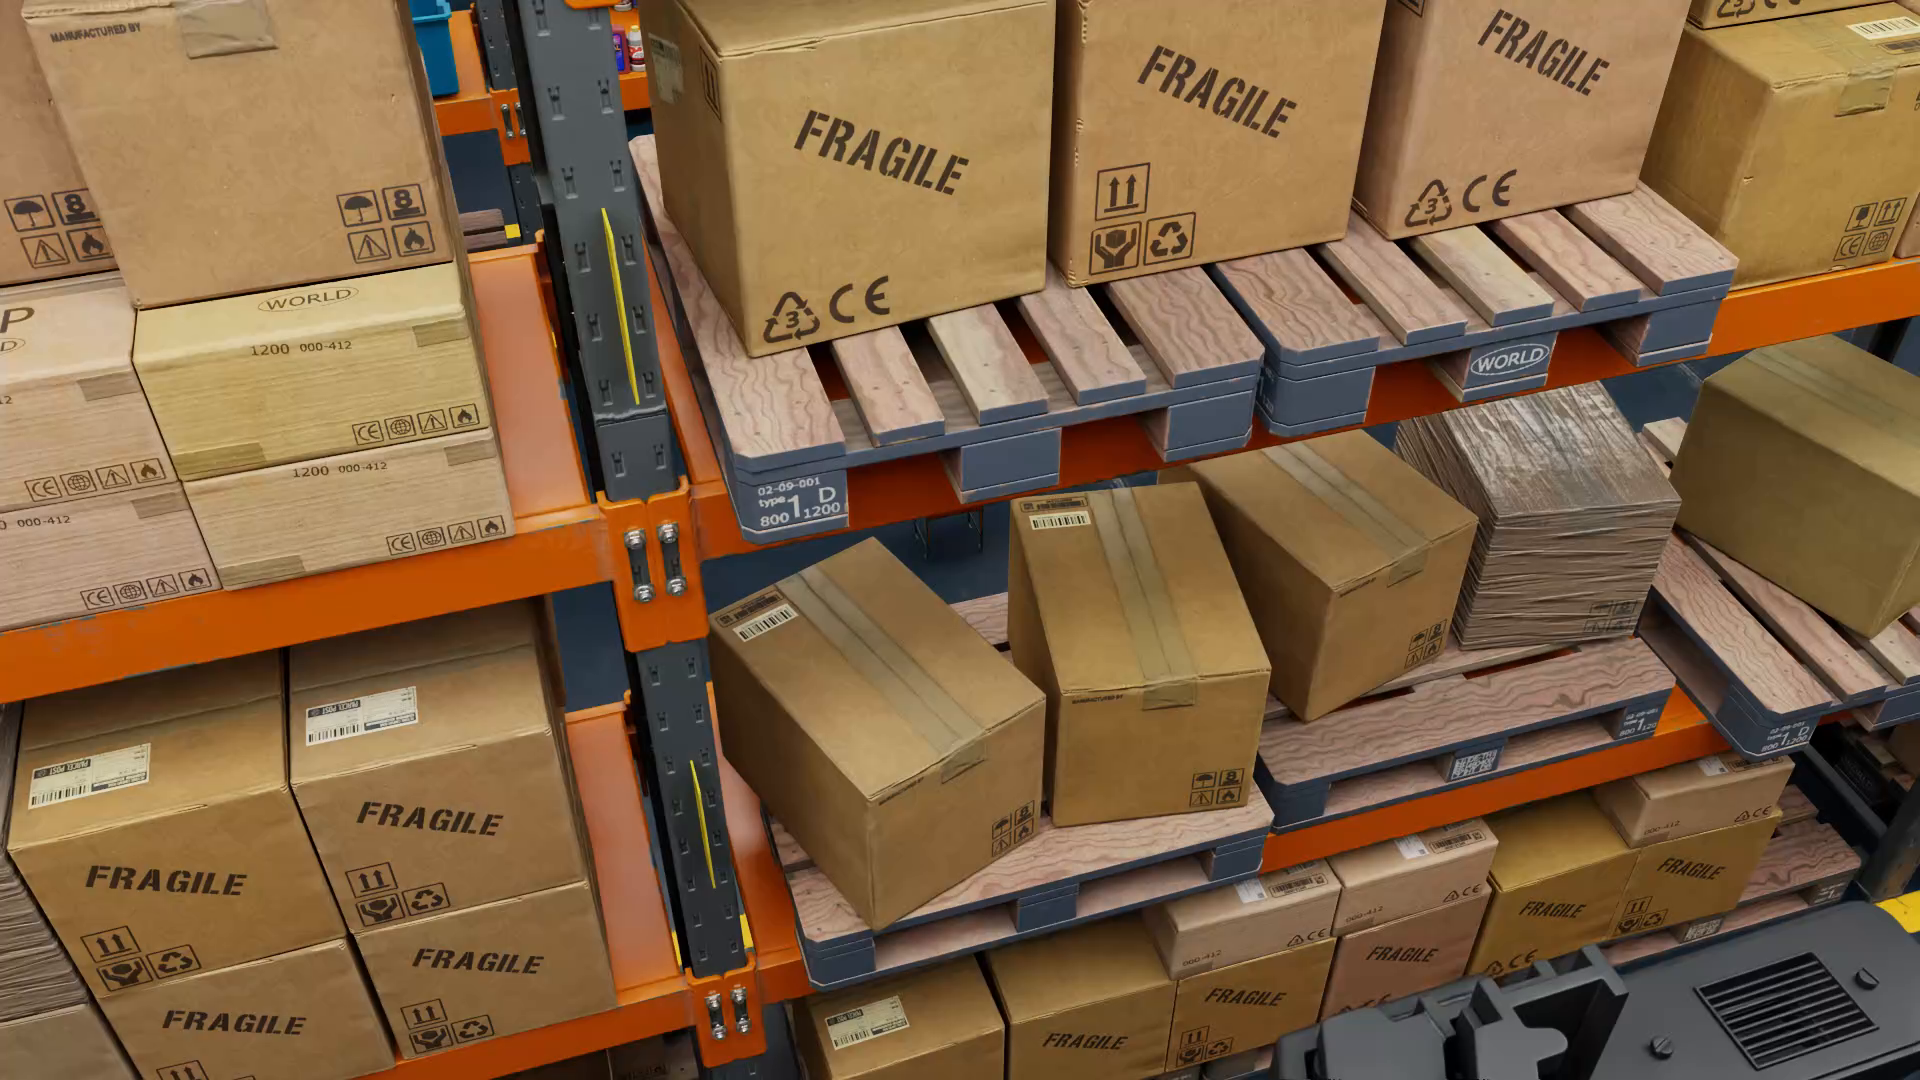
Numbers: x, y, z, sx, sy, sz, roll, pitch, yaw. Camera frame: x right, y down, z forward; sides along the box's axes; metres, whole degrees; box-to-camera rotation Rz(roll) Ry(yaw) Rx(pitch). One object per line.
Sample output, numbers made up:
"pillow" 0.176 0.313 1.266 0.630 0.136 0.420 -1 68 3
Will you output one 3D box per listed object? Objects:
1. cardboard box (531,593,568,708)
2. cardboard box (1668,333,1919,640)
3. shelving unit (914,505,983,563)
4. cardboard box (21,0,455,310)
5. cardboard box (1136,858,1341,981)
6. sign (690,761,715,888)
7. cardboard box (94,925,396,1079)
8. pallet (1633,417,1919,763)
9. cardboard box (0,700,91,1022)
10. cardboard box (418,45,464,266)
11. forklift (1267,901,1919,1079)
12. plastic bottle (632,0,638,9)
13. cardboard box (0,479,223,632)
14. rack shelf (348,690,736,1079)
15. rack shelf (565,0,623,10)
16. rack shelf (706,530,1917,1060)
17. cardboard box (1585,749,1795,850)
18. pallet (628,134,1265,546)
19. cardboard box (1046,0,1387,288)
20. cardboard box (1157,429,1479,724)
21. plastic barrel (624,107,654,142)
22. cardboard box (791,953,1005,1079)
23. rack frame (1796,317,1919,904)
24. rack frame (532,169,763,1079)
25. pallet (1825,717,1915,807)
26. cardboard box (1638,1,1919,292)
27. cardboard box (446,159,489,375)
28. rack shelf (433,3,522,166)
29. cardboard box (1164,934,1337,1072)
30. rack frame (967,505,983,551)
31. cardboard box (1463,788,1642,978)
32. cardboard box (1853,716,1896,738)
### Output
"cardboard box" -1.262 0.107 4.011 0.500 0.500 0.500 -11 42 -12
"cardboard box" 2.521 -0.186 4.788 0.500 0.500 0.700 -26 48 -27
"shelving unit" -0.051 -0.385 6.893 0.252 1.050 0.215 -12 42 -13
"cardboard box" -1.180 -0.819 2.792 0.500 0.500 0.700 -12 42 -13
"cardboard box" 0.761 0.958 4.869 0.500 0.250 0.500 -12 42 -13
"sign" -0.558 0.618 3.605 0.005 0.325 0.100 -12 42 -13
"cardboard box" -1.619 0.930 3.830 0.500 0.500 0.500 -11 42 -12
"pallet" 2.462 0.065 5.042 1.003 0.211 1.213 -12 42 -13
"cardboard box" -2.101 0.656 3.384 0.500 0.500 0.500 -11 42 -13
"cardboard box" -1.266 -0.716 3.244 0.500 0.250 0.500 -12 42 -13
"forklift" 1.268 1.798 2.964 3.031 2.935 1.130 -12 43 -14
"plastic bottle" -1.585 -2.811 8.281 0.135 0.276 0.152 -12 42 -13
"cardboard box" -1.592 -0.113 2.934 0.500 0.250 0.500 -12 42 -13
"rack shelf" -2.635 1.271 4.062 4.000 0.370 1.077 -12 42 -13
"rack shelf" 1.180 -1.628 3.125 4.000 0.370 1.077 -12 42 -13
"rack shelf" 1.180 0.481 4.967 4.000 0.370 1.077 -12 42 -13
"cardboard box" 2.213 0.654 5.218 0.500 0.250 0.500 -10 42 -11
"pallet" -0.085 -0.539 3.450 1.003 0.211 1.213 -12 42 -13
"cardboard box" 0.405 -0.958 3.315 0.600 0.600 0.600 -12 43 -14
"cardboard box" 0.939 0.021 4.551 0.500 0.500 0.700 -22 46 -24
"plastic barrel" -1.688 -1.969 8.500 0.708 0.901 0.600 -12 42 -13
"cardboard box" -0.193 1.438 4.890 0.500 0.500 0.500 -14 43 -15
"rack frame" 3.087 -0.186 5.183 0.127 3.000 1.000 -12 42 -13
"rack frame" -0.728 0.605 4.278 0.127 3.000 1.000 -12 42 -13
"pallet" 3.884 0.726 6.258 1.213 0.211 1.003 -12 42 -13
"cardboard box" 1.699 -1.042 3.807 0.500 0.500 0.910 -12 42 -13
"cardboard box" -1.266 -0.527 3.408 0.500 0.250 0.500 -12 42 -13
"rack shelf" -4.120 -1.838 7.621 4.000 0.370 1.077 -12 42 -13
"cardboard box" 0.791 1.231 5.126 0.500 0.500 0.500 -11 42 -13
"rack frame" 0.065 -0.409 6.920 0.008 1.050 0.200 -12 42 -13
"cardboard box" 1.772 1.024 5.363 0.500 0.500 0.500 -13 43 -15
"cardboard box" 3.516 0.435 6.243 0.500 0.250 0.500 -11 42 -12
